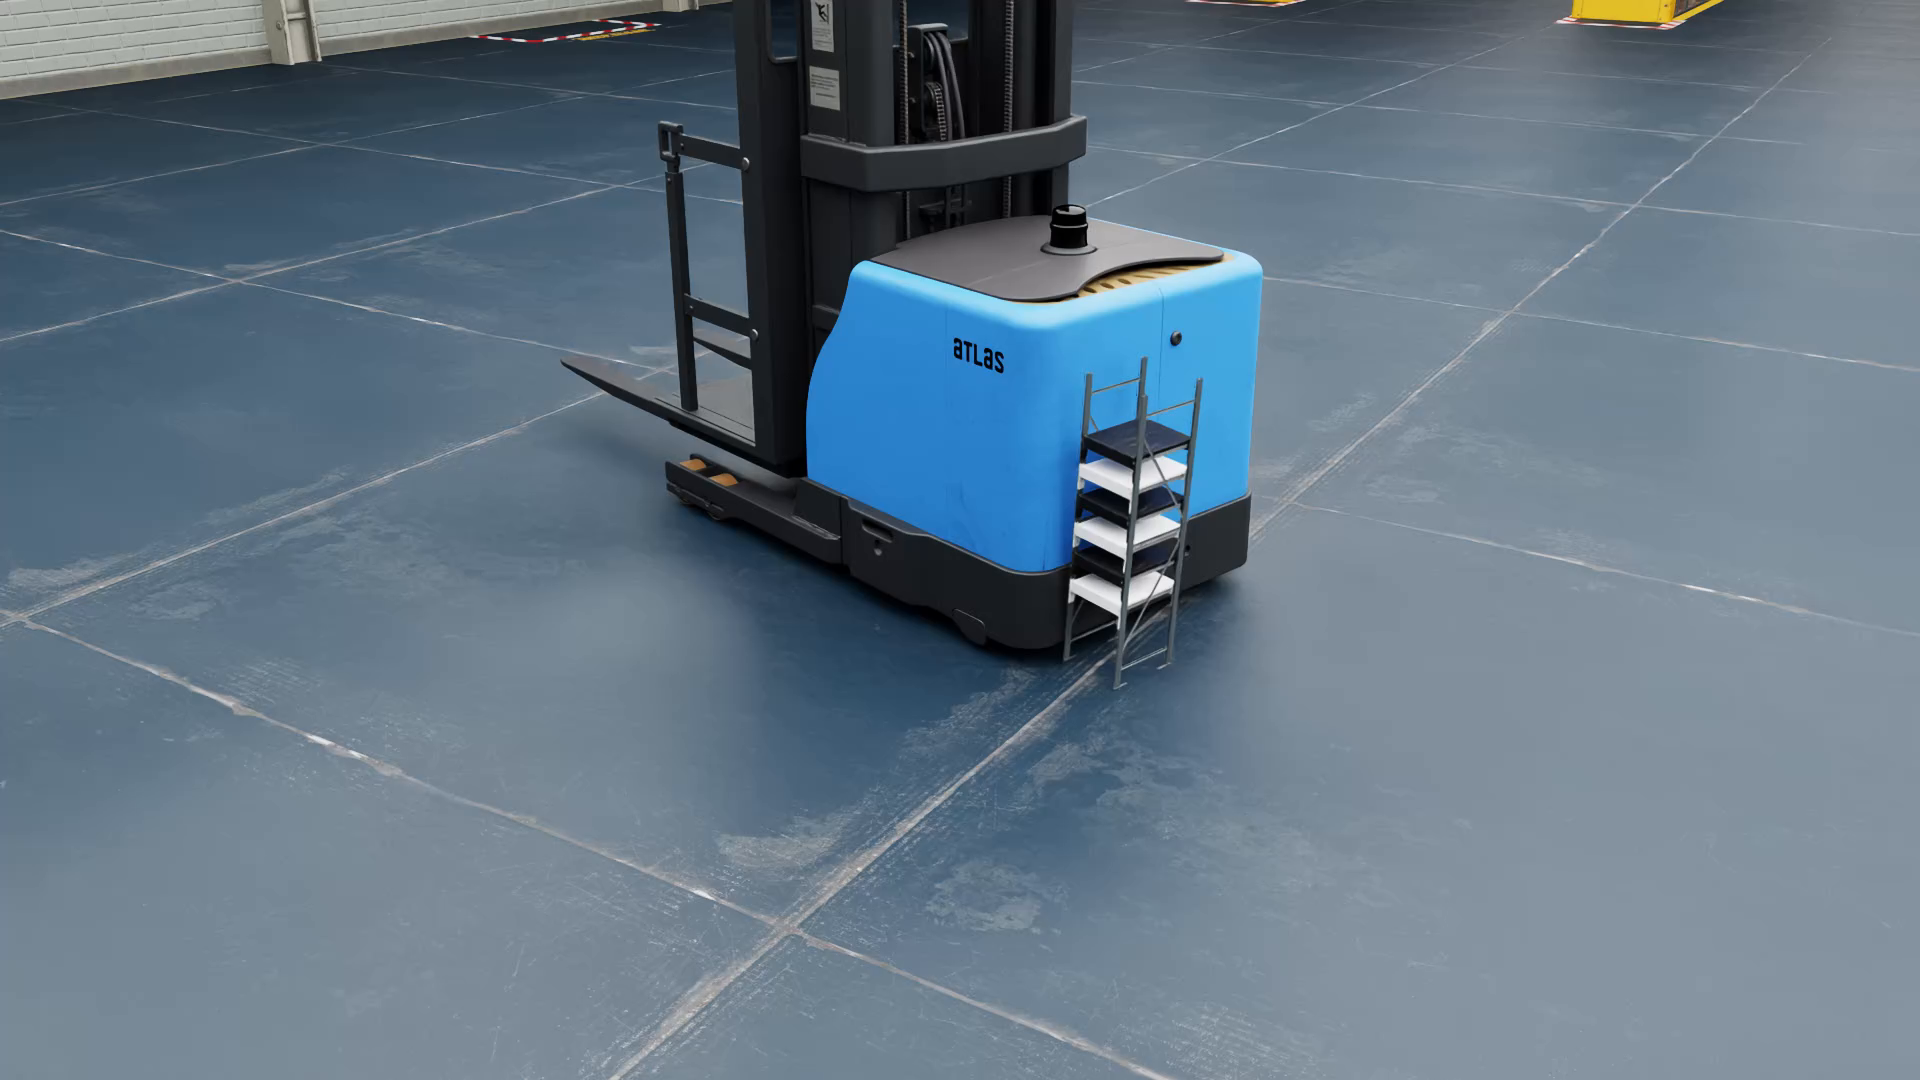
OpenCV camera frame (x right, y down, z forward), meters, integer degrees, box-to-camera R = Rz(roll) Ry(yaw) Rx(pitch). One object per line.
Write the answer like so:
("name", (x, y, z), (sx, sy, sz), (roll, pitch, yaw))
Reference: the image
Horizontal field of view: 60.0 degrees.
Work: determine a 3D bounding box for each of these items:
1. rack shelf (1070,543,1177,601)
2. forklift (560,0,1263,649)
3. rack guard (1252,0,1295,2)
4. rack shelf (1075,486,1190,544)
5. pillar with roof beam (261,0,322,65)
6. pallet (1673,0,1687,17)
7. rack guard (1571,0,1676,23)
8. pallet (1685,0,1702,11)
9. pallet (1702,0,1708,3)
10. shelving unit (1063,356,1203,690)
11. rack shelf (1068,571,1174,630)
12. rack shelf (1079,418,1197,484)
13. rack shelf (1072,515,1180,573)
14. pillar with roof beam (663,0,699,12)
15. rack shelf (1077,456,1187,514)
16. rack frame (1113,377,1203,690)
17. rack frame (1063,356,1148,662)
("rack shelf", (0.476, 0.069, 4.753), (0.258, 0.077, 0.200), (-20, 34, -38))
("forklift", (-0.415, -1.532, 5.599), (1.130, 2.935, 3.031), (-19, 30, -37))
("rack guard", (4.058, -7.744, 23.010), (1.175, 0.500, 0.348), (14, 27, 29))
("rack shelf", (0.484, -0.093, 4.674), (0.258, 0.077, 0.200), (-20, 34, -38))
("pillar with roof beam", (-3.178, -8.155, 13.260), (9.100, 9.000, 0.400), (14, 27, 29))
("pallet", (8.710, -6.889, 21.398), (1.003, 0.211, 1.213), (14, 27, 29))
("rack guard", (8.277, -6.749, 20.710), (1.175, 0.500, 0.348), (14, 27, 29))
("pallet", (9.354, -7.299, 22.345), (1.003, 0.211, 1.213), (14, 27, 29))
("pallet", (9.997, -7.713, 23.300), (1.003, 0.211, 1.213), (14, 27, 29))
("shelving unit", (0.481, -0.042, 4.699), (0.258, 0.900, 0.210), (-20, 34, -38))
("rack shelf", (0.472, 0.149, 4.793), (0.258, 0.077, 0.200), (-20, 34, -38))
("rack shelf", (0.491, -0.254, 4.594), (0.258, 0.077, 0.200), (-20, 34, -38))
("rack shelf", (0.480, -0.012, 4.714), (0.258, 0.077, 0.200), (-20, 34, -38))
("pillar with roof beam", (-0.013, -10.180, 17.938), (9.100, 9.000, 0.400), (14, 27, 29))
("rack shelf", (0.487, -0.173, 4.634), (0.258, 0.077, 0.200), (-20, 34, -38))
("rack frame", (0.549, -0.006, 4.632), (0.240, 0.900, 0.006), (-20, 34, -38))
("rack frame", (0.414, -0.078, 4.766), (0.240, 0.900, 0.006), (-20, 34, -38))
